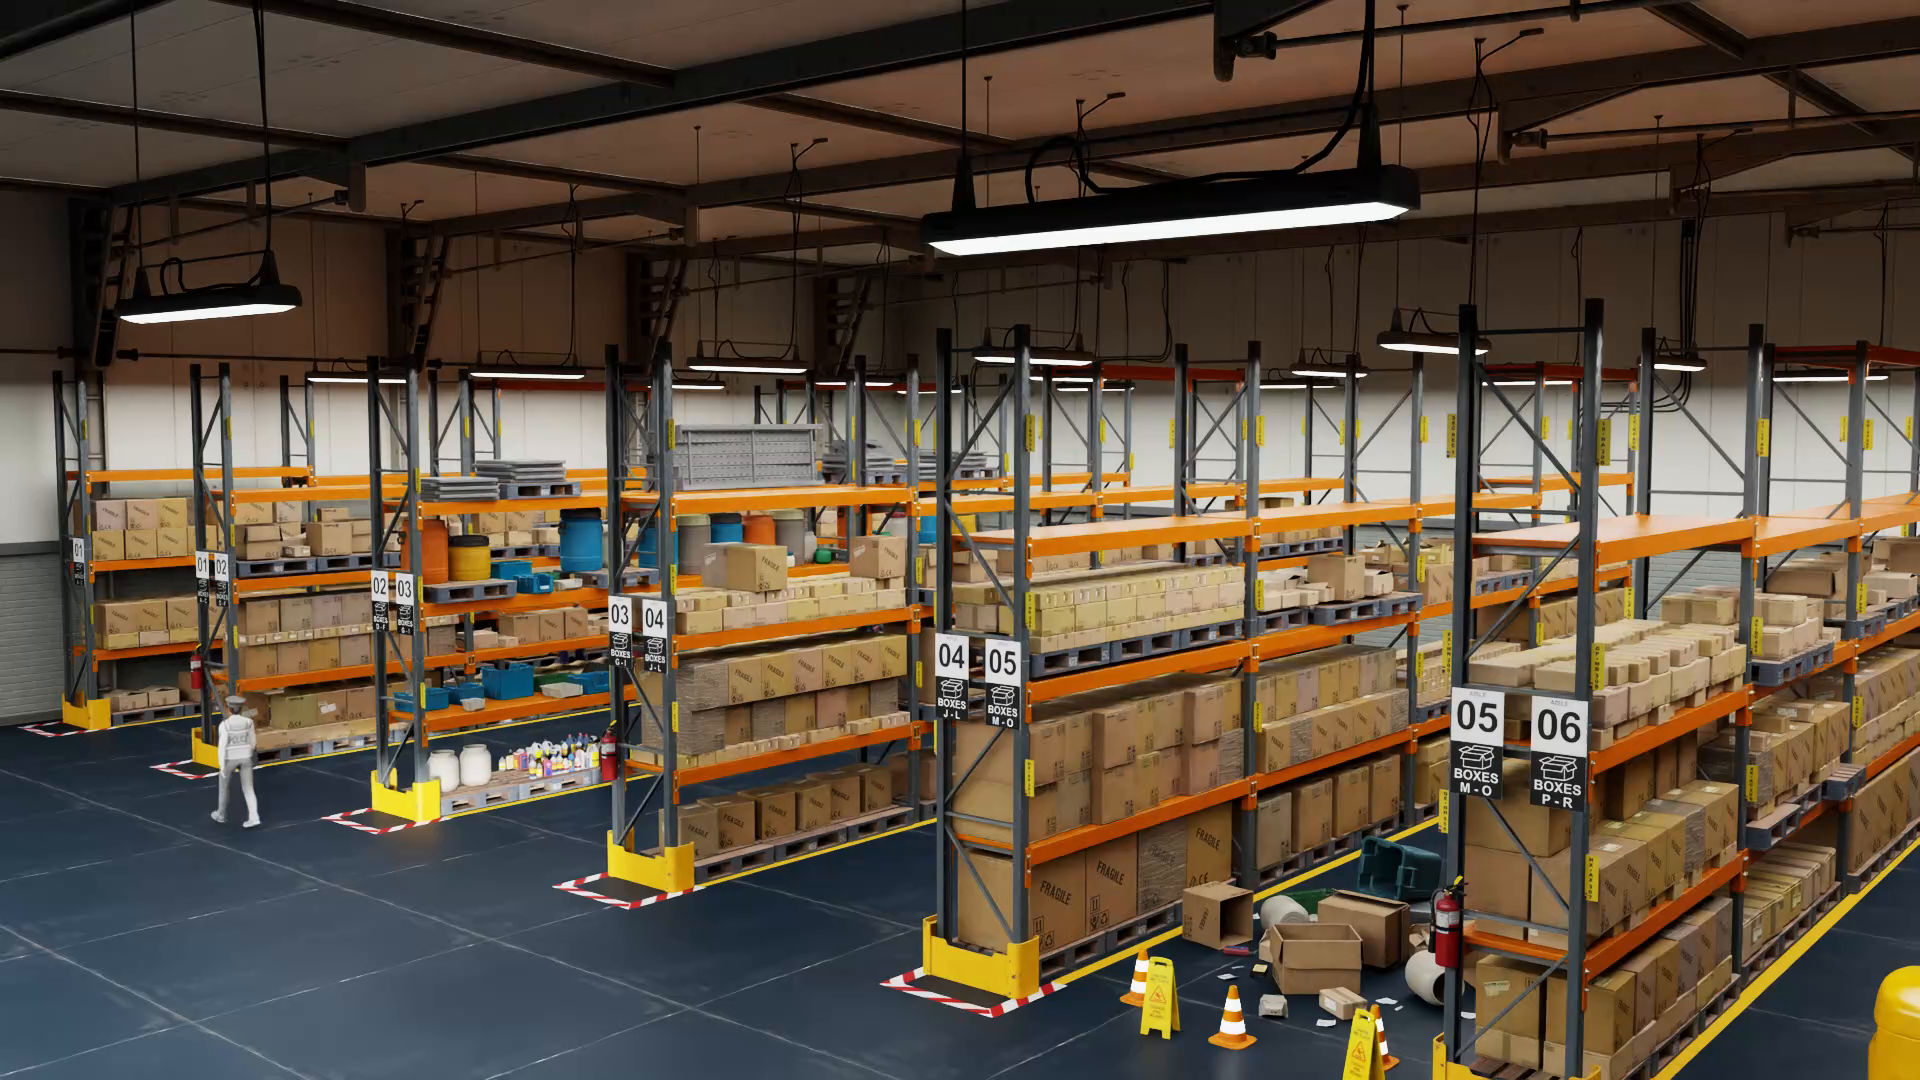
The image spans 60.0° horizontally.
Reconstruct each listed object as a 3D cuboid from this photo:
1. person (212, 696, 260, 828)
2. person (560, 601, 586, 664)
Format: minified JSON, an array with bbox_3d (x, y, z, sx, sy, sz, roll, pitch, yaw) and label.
[{"bbox_3d":[-9.221,2.816,21.201,0.500,1.639,0.858,-3,5,-35],"label":"person"},{"bbox_3d":[-7.859,1.945,33.647,0.509,1.640,0.724,1,4,18],"label":"person"}]
